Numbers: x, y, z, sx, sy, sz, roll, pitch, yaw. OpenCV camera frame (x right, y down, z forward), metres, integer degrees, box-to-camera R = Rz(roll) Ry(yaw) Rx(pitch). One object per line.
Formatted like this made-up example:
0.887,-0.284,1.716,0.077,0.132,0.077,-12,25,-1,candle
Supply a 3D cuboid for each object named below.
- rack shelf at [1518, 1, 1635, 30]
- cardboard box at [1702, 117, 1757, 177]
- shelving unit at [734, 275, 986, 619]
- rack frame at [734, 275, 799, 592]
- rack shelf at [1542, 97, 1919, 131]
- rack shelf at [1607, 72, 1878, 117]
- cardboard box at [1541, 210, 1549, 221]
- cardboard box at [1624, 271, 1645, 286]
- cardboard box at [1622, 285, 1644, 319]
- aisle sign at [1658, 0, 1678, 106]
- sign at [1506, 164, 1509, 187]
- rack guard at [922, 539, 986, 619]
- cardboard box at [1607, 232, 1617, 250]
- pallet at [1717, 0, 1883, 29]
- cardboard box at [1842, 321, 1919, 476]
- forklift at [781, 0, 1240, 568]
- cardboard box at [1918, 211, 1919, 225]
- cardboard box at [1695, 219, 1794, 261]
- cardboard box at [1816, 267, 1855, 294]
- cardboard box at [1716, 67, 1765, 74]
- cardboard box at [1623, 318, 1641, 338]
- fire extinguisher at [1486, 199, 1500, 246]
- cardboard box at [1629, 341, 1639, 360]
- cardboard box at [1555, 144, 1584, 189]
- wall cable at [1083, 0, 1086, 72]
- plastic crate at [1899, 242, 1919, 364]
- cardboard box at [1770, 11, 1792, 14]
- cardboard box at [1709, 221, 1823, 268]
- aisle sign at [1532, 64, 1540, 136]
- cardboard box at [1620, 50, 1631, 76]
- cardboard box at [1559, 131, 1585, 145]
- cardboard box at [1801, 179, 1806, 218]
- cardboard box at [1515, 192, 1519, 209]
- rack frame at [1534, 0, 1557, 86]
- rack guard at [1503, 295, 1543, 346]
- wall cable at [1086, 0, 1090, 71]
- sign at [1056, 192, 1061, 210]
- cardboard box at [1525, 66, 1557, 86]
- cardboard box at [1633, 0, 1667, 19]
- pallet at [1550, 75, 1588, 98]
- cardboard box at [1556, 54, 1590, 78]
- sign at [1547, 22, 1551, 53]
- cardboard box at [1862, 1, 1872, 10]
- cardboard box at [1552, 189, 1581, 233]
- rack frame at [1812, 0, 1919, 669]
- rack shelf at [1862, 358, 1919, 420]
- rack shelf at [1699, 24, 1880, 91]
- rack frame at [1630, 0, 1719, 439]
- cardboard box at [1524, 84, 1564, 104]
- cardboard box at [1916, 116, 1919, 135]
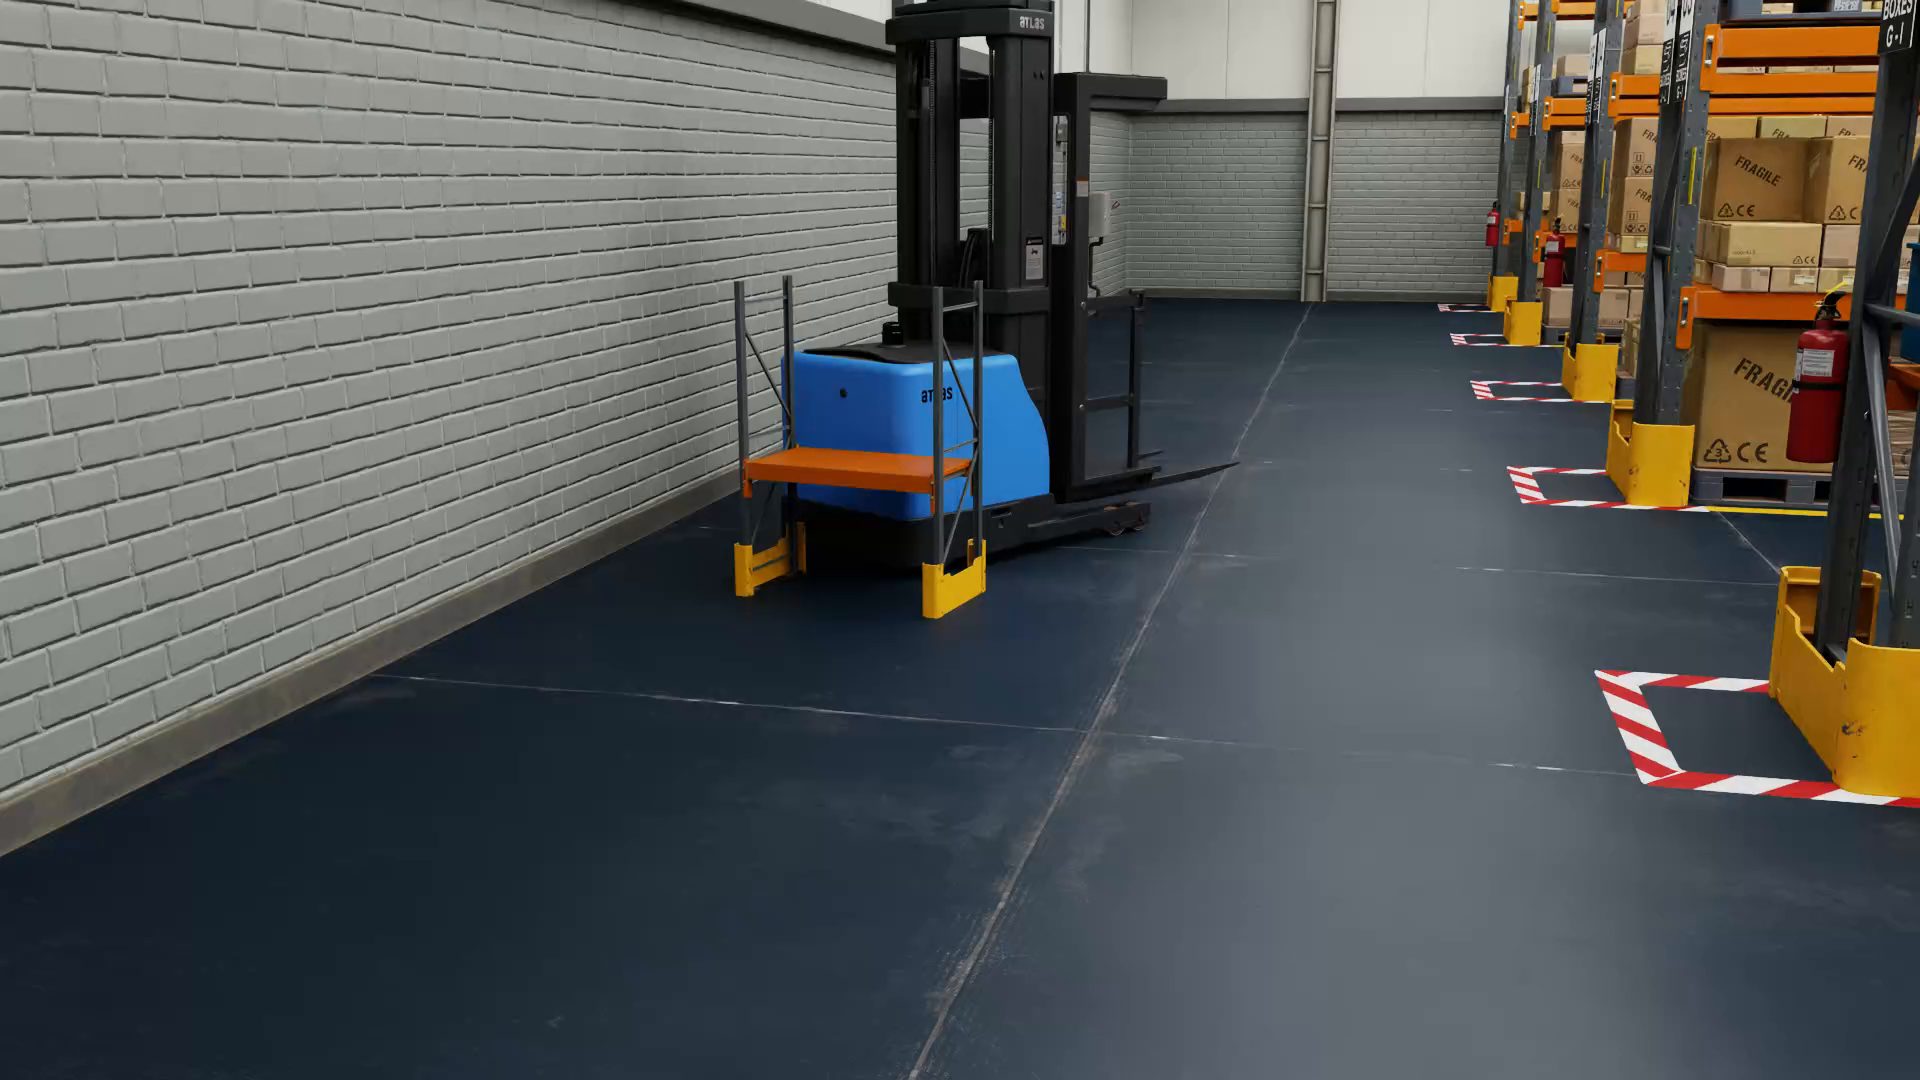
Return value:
9.928,-7.388,23.427,4.000,0.370,1.077,3,13,14,rack shelf
6.576,-3.404,14.426,0.500,0.500,0.500,3,13,15,cardboard box
-0.480,-0.476,7.915,1.083,1.500,0.587,5,14,23,shelving unit
-0.938,-0.519,8.111,0.032,1.500,0.500,5,14,23,rack frame
8.742,-4.881,19.046,4.000,0.370,1.077,3,13,14,rack shelf
7.654,-3.835,14.331,4.000,0.370,1.077,3,13,14,rack shelf
8.497,-4.715,24.141,0.250,0.149,0.380,3,13,15,cardboard box
9.867,-3.748,24.004,0.500,0.500,0.500,3,13,15,cardboard box
8.355,-2.767,19.727,0.875,0.438,0.875,3,13,15,cardboard box
4.428,-3.124,10.388,0.004,0.787,0.394,3,13,14,aisle sign
7.856,-5.225,23.858,0.005,0.325,0.100,3,13,14,sign
-0.024,0.178,7.855,0.087,0.250,0.587,5,14,23,rack guard
6.097,-2.746,15.264,0.250,0.149,0.380,3,13,14,cardboard box
5.149,-3.173,9.889,1.213,0.211,1.003,3,13,14,pallet
5.950,-0.892,10.266,0.875,0.875,0.875,3,13,14,cardboard box
0.444,-1.526,9.343,3.031,2.935,1.130,-12,17,-43,forklift
5.817,-2.093,9.670,0.500,0.500,0.500,3,13,12,cardboard box
4.960,-1.891,10.490,0.500,0.250,0.500,3,13,13,cardboard box
5.190,-1.551,9.881,0.250,0.149,0.380,3,13,12,cardboard box
6.597,-4.112,14.262,0.500,0.250,0.500,3,13,15,cardboard box
6.287,-1.955,15.361,0.250,0.149,0.380,3,13,14,cardboard box
7.732,-4.607,24.112,0.183,0.674,0.296,3,13,14,fire extinguisher
6.159,-1.703,14.911,0.250,0.149,0.380,4,13,16,cardboard box
7.198,-4.324,19.260,0.500,0.500,0.500,3,13,12,cardboard box
1.393,-7.195,20.887,0.029,3.000,2.355,3,13,14,wall cable
3.609,-0.815,5.762,0.499,0.435,0.616,3,13,14,plastic crate
7.071,-4.328,14.083,0.500,0.250,0.500,3,13,14,cardboard box
4.827,-1.778,9.984,0.500,0.250,0.500,3,13,12,cardboard box
6.661,-5.084,19.221,0.004,0.787,0.394,3,13,14,aisle sign
6.217,-4.249,14.881,0.500,0.250,0.500,3,13,12,cardboard box
7.079,-4.649,19.226,0.250,0.149,0.380,3,13,15,cardboard box
7.080,-2.888,14.408,0.500,0.500,0.500,3,13,14,cardboard box
8.496,-5.020,24.594,0.500,0.250,0.500,3,13,15,cardboard box
6.800,-6.801,19.111,0.127,3.000,1.000,3,13,14,rack frame
6.777,-2.653,20.037,0.348,0.500,1.175,3,13,14,rack guard
2.097,-7.797,23.514,0.133,3.039,2.988,3,13,14,wall cable
1.249,-4.285,20.997,0.001,0.218,0.327,3,13,14,sign
8.356,-6.621,23.730,0.500,0.250,0.500,3,13,13,cardboard box
5.972,-4.591,14.348,0.250,0.149,0.380,3,13,13,cardboard box
7.523,-5.257,19.282,1.213,0.211,1.003,3,13,14,pallet
7.259,-5.513,19.376,0.500,0.250,0.500,2,13,8,cardboard box
6.661,-5.685,18.808,0.005,0.325,0.100,3,13,14,sign
7.473,-4.504,13.957,0.250,0.149,0.380,4,13,15,cardboard box
7.197,-3.836,19.366,0.500,0.500,0.500,3,13,13,cardboard box
3.239,-0.747,5.673,0.127,3.000,1.000,3,13,14,rack frame
5.181,-0.292,5.284,4.000,0.370,1.077,3,13,14,rack shelf
6.368,-2.798,9.653,4.000,0.370,1.077,3,13,14,rack shelf
4.426,-1.788,10.368,0.127,3.000,1.000,3,13,14,rack frame
8.351,-6.372,23.763,0.500,0.250,0.500,3,13,13,cardboard box
8.078,-3.323,14.061,0.500,0.500,0.500,3,13,15,cardboard box
